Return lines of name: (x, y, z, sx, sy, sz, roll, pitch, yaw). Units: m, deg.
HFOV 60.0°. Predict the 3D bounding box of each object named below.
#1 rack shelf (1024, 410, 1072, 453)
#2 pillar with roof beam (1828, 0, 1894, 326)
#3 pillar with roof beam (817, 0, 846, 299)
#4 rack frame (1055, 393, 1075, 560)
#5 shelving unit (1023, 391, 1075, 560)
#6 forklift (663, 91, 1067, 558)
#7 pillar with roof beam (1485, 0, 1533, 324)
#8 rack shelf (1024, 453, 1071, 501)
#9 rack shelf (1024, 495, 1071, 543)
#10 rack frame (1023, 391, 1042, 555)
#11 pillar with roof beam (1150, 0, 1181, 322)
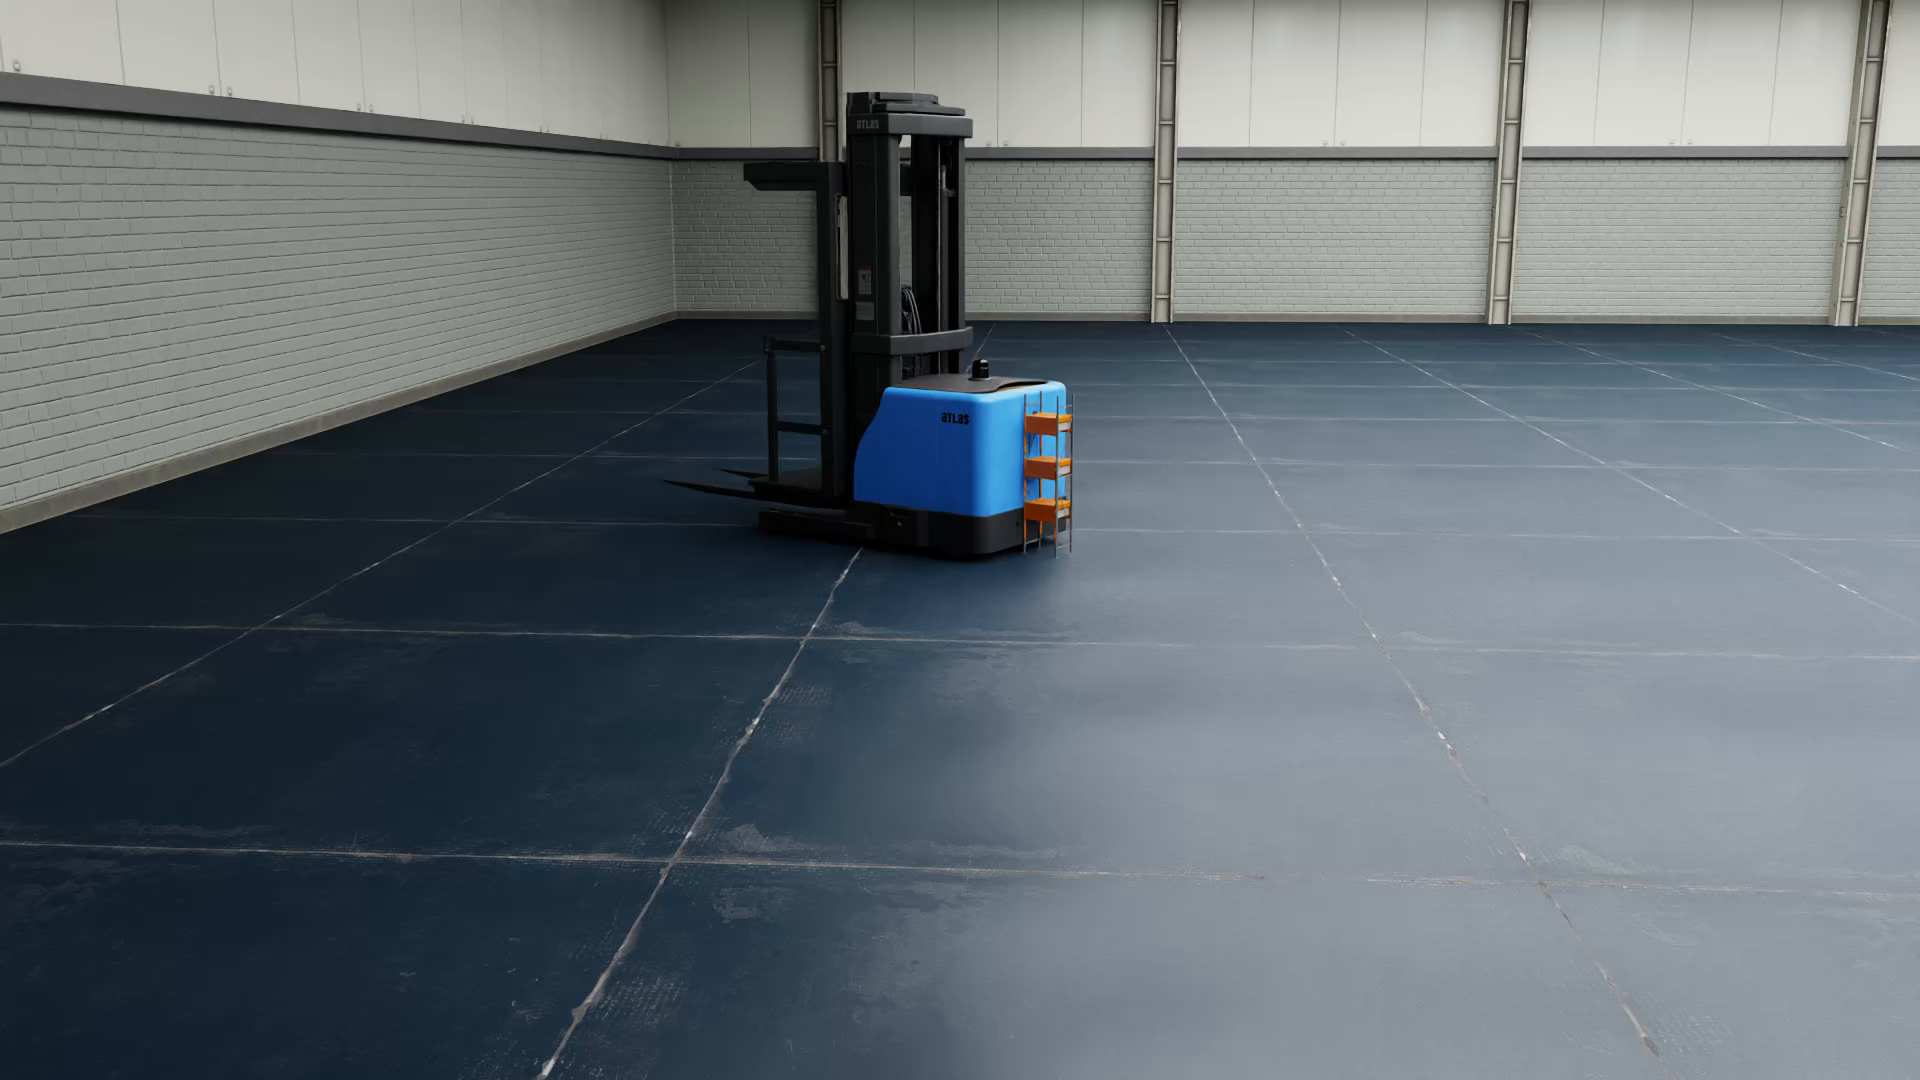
rack shelf: (0.571, -0.687, 10.655, 0.240, 0.259, 0.215, 8, 14, 35)
pillar with roof beam: (15.351, -7.333, 24.344, 0.400, 9.000, 9.100, 1, 12, 4)
pillar with roof beam: (-2.608, -7.579, 25.522, 0.400, 9.000, 9.100, 1, 12, 4)
rack frame: (0.670, -0.405, 10.642, 0.008, 1.050, 0.200, 8, 14, 35)
shelving unit: (0.571, -0.420, 10.711, 0.252, 1.050, 0.215, 8, 14, 35)
forklift: (-0.775, -1.534, 11.444, 3.031, 2.935, 1.130, 8, 14, 35)
pillar with roof beam: (9.365, -7.415, 24.737, 0.400, 9.000, 9.100, 1, 12, 4)
rack shelf: (0.571, -0.409, 10.713, 0.240, 0.259, 0.215, 8, 14, 35)
rack shelf: (0.571, -0.137, 10.770, 0.240, 0.259, 0.215, 8, 14, 35)
rack frame: (0.472, -0.434, 10.781, 0.008, 1.050, 0.200, 8, 14, 35)
pillar with roof beam: (3.378, -7.497, 25.129, 0.400, 9.000, 9.100, 1, 12, 4)
